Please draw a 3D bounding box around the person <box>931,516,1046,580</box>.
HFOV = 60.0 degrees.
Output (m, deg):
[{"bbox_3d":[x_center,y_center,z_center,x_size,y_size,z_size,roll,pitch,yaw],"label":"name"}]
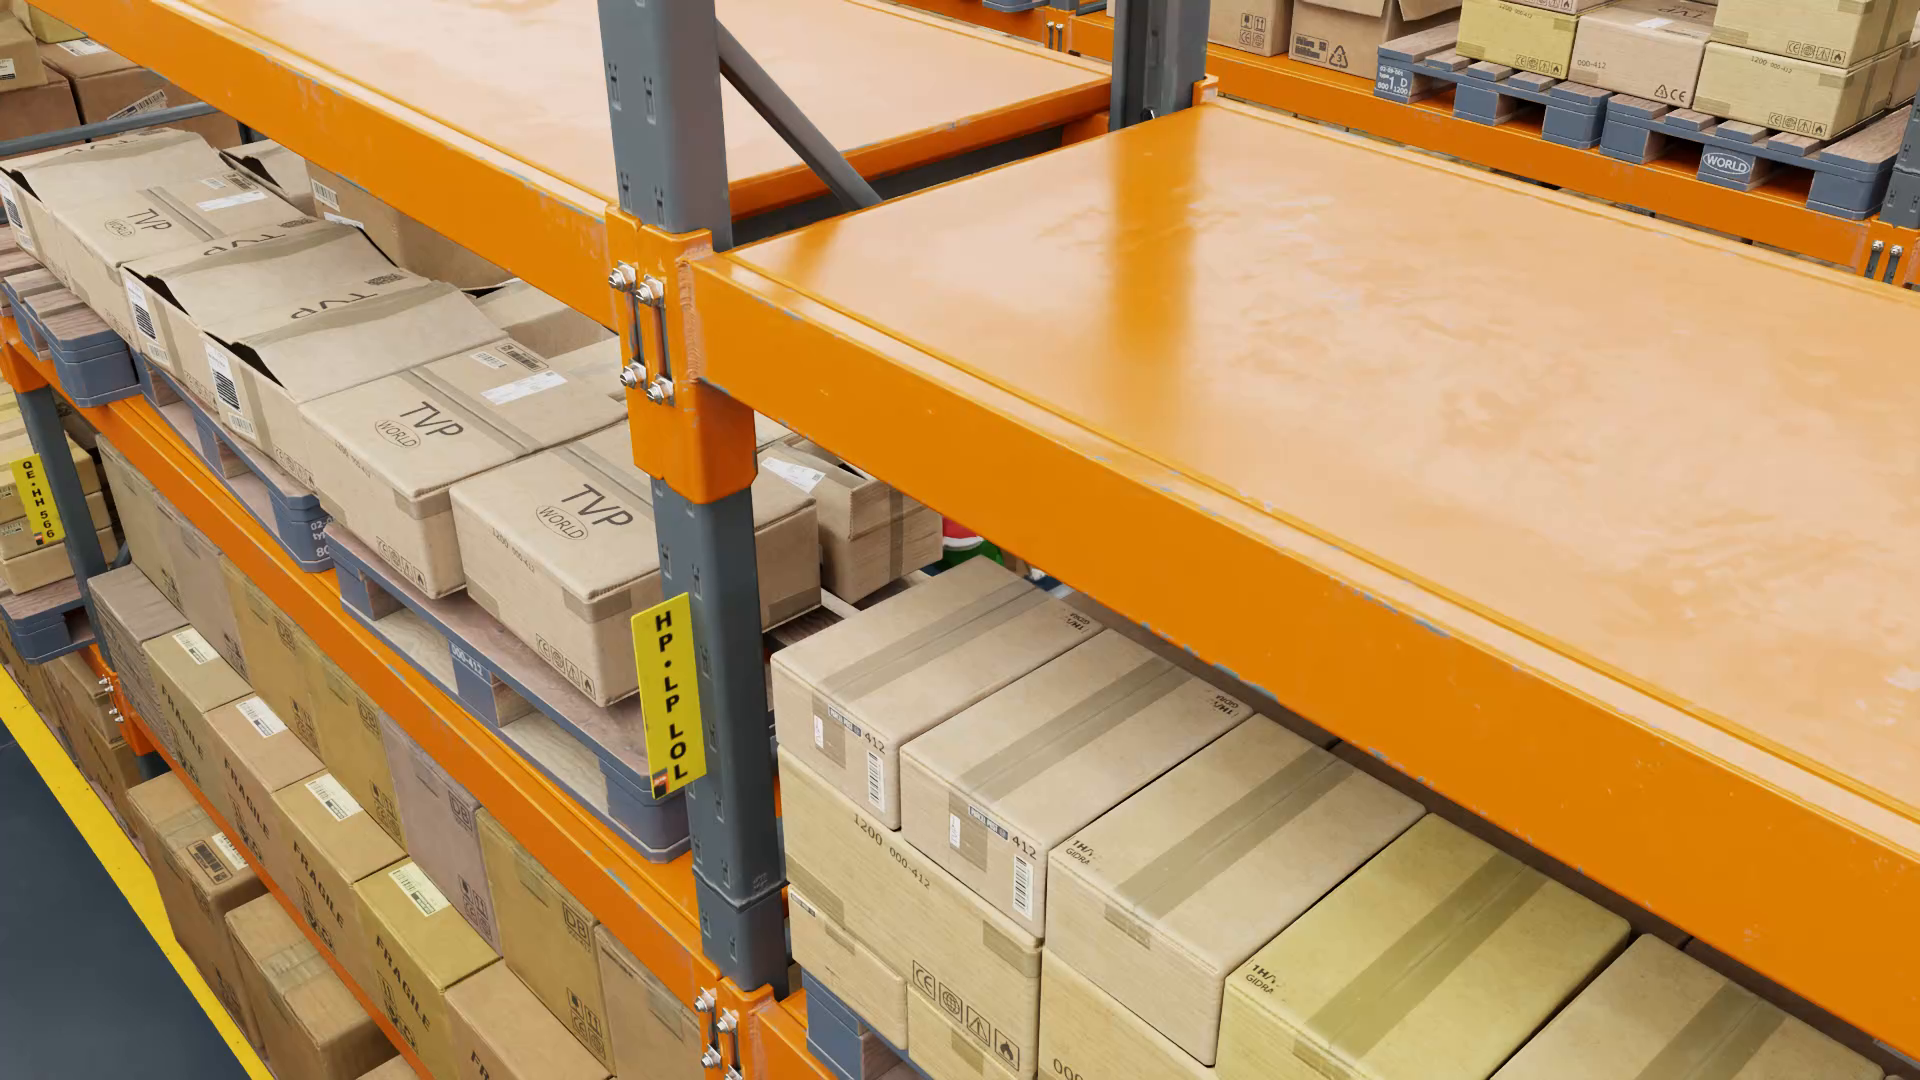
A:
[{"bbox_3d":[0.161,-0.006,7.988,0.887,1.401,0.472,-27,40,-36],"label":"person"}]
